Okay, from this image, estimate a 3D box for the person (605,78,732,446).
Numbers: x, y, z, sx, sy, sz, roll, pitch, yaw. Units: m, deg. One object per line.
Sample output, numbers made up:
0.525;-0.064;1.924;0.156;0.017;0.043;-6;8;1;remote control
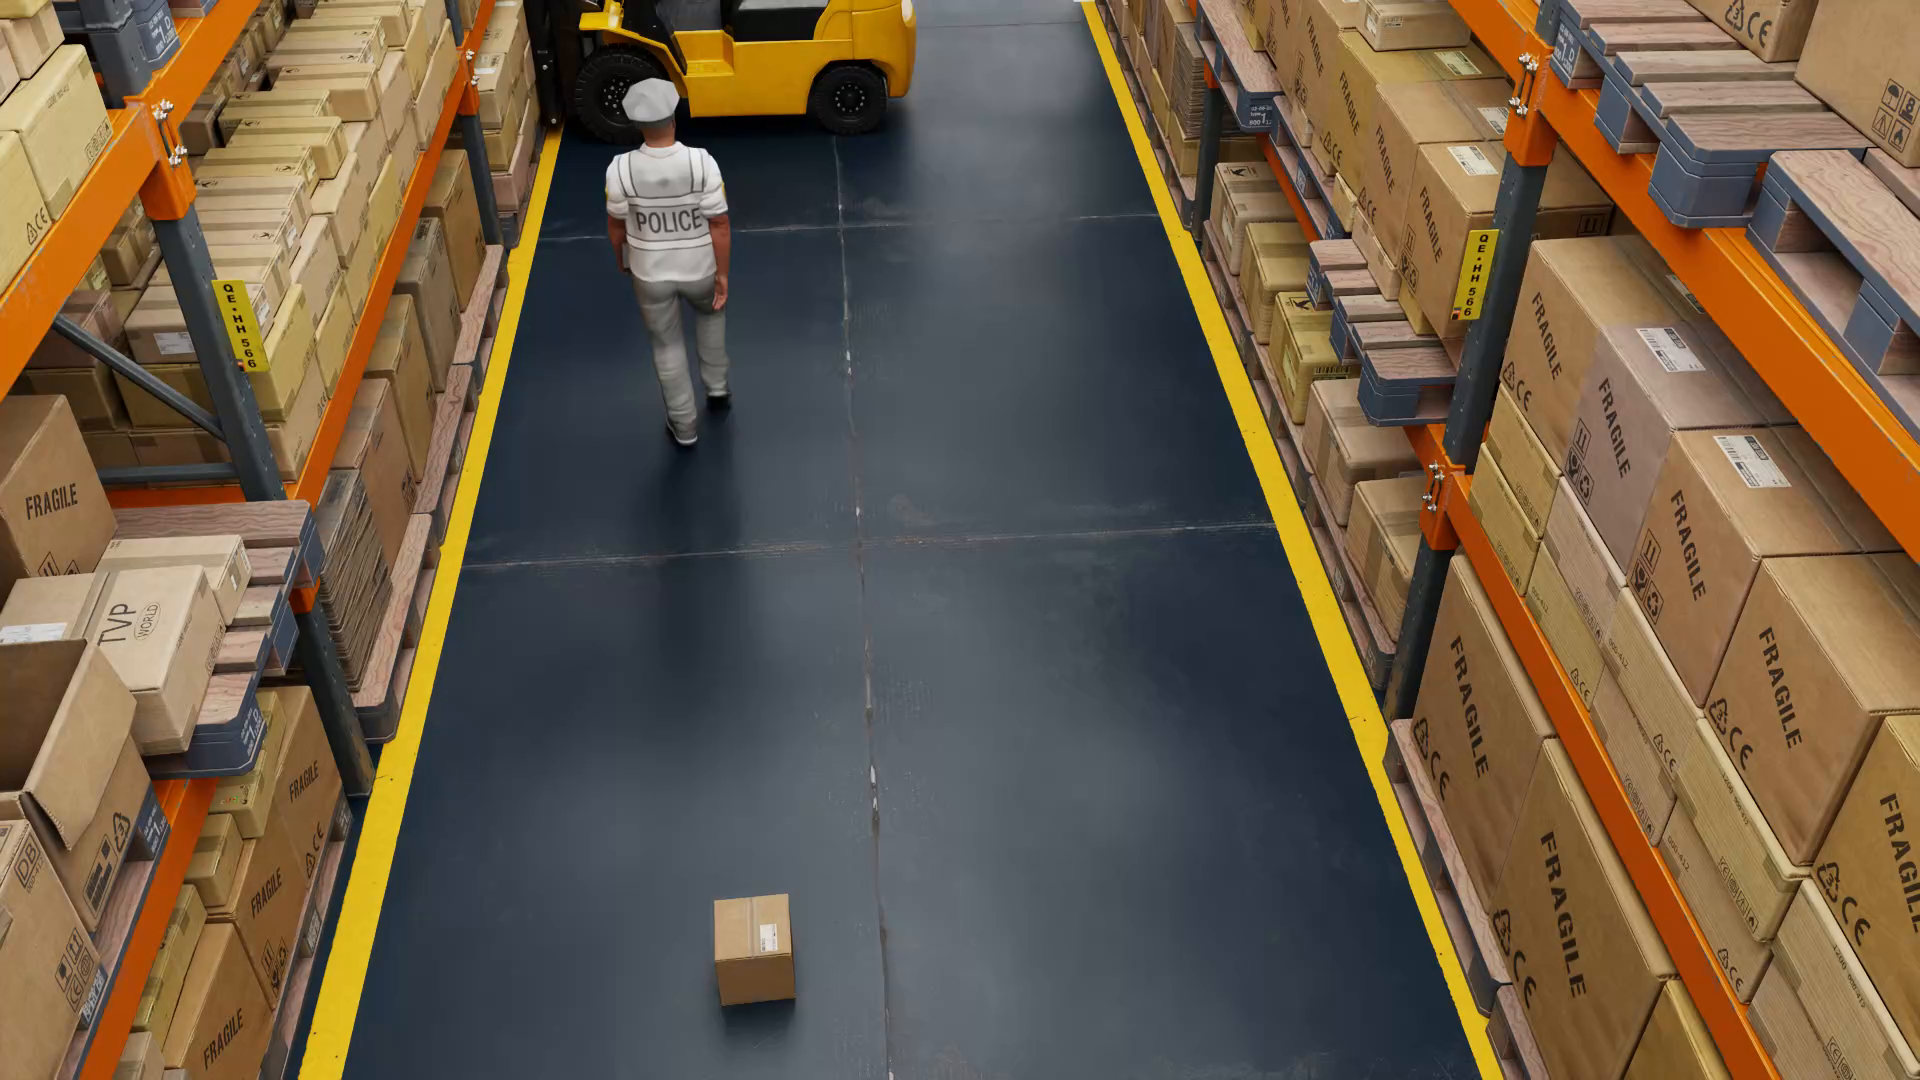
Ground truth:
-1.338;-1.277;7.752;0.538;1.848;0.598;-8;40;-10;person
